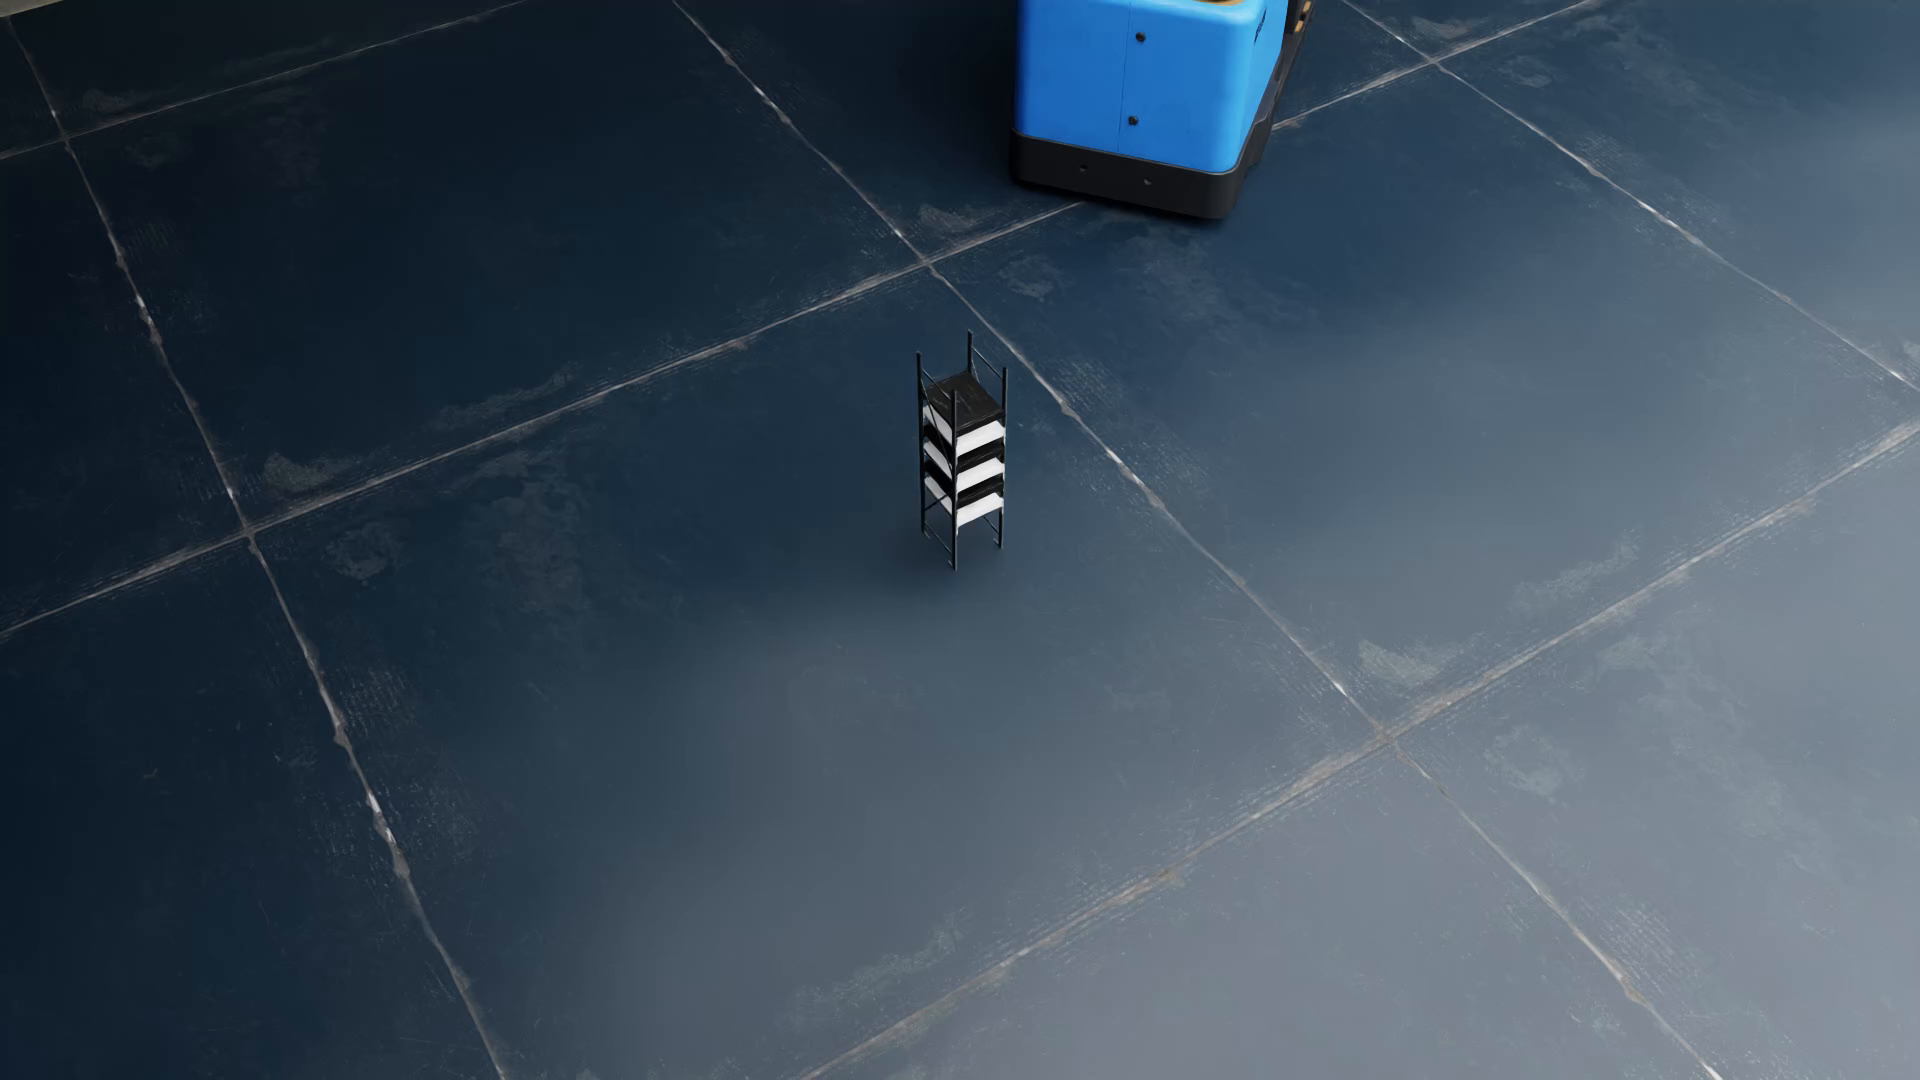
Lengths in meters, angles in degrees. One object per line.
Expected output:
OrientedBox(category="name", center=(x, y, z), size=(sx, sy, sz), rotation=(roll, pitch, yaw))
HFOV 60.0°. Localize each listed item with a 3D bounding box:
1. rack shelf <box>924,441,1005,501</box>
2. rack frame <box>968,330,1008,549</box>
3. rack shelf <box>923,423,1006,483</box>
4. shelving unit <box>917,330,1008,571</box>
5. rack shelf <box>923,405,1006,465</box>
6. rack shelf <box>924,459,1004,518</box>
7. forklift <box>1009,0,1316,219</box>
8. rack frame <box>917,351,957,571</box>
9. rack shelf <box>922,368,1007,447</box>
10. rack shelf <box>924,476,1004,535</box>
OrientedBox(category="rack shelf", center=(0.007, -0.280, 5.942), size=(0.200, 0.077, 0.258), rotation=(-25, 53, -21))
OrientedBox(category="rack frame", center=(0.093, -0.343, 5.953), size=(0.006, 0.900, 0.240), rotation=(-25, 53, -21))
OrientedBox(category="rack shelf", center=(0.007, -0.340, 5.874), size=(0.200, 0.077, 0.258), rotation=(-25, 53, -21))
OrientedBox(category="shelving unit", center=(0.007, -0.303, 5.917), size=(0.210, 0.900, 0.258), rotation=(-25, 53, -21))
OrientedBox(category="rack shelf", center=(0.007, -0.400, 5.807), size=(0.200, 0.077, 0.258), rotation=(-25, 53, -21))
OrientedBox(category="rack shelf", center=(0.007, -0.220, 6.009), size=(0.200, 0.077, 0.258), rotation=(-25, 53, -21))
OrientedBox(category="forklift", center=(1.189, -3.537, 7.437), size=(1.130, 2.935, 3.031), rotation=(15, 50, 13))
OrientedBox(category="rack frame", center=(-0.079, -0.262, 5.881), size=(0.006, 0.900, 0.240), rotation=(-25, 53, -21))
OrientedBox(category="rack shelf", center=(0.007, -0.460, 5.740), size=(0.200, 0.077, 0.258), rotation=(-25, 53, -21))
OrientedBox(category="rack shelf", center=(0.007, -0.161, 6.076), size=(0.200, 0.077, 0.258), rotation=(-25, 53, -21))
